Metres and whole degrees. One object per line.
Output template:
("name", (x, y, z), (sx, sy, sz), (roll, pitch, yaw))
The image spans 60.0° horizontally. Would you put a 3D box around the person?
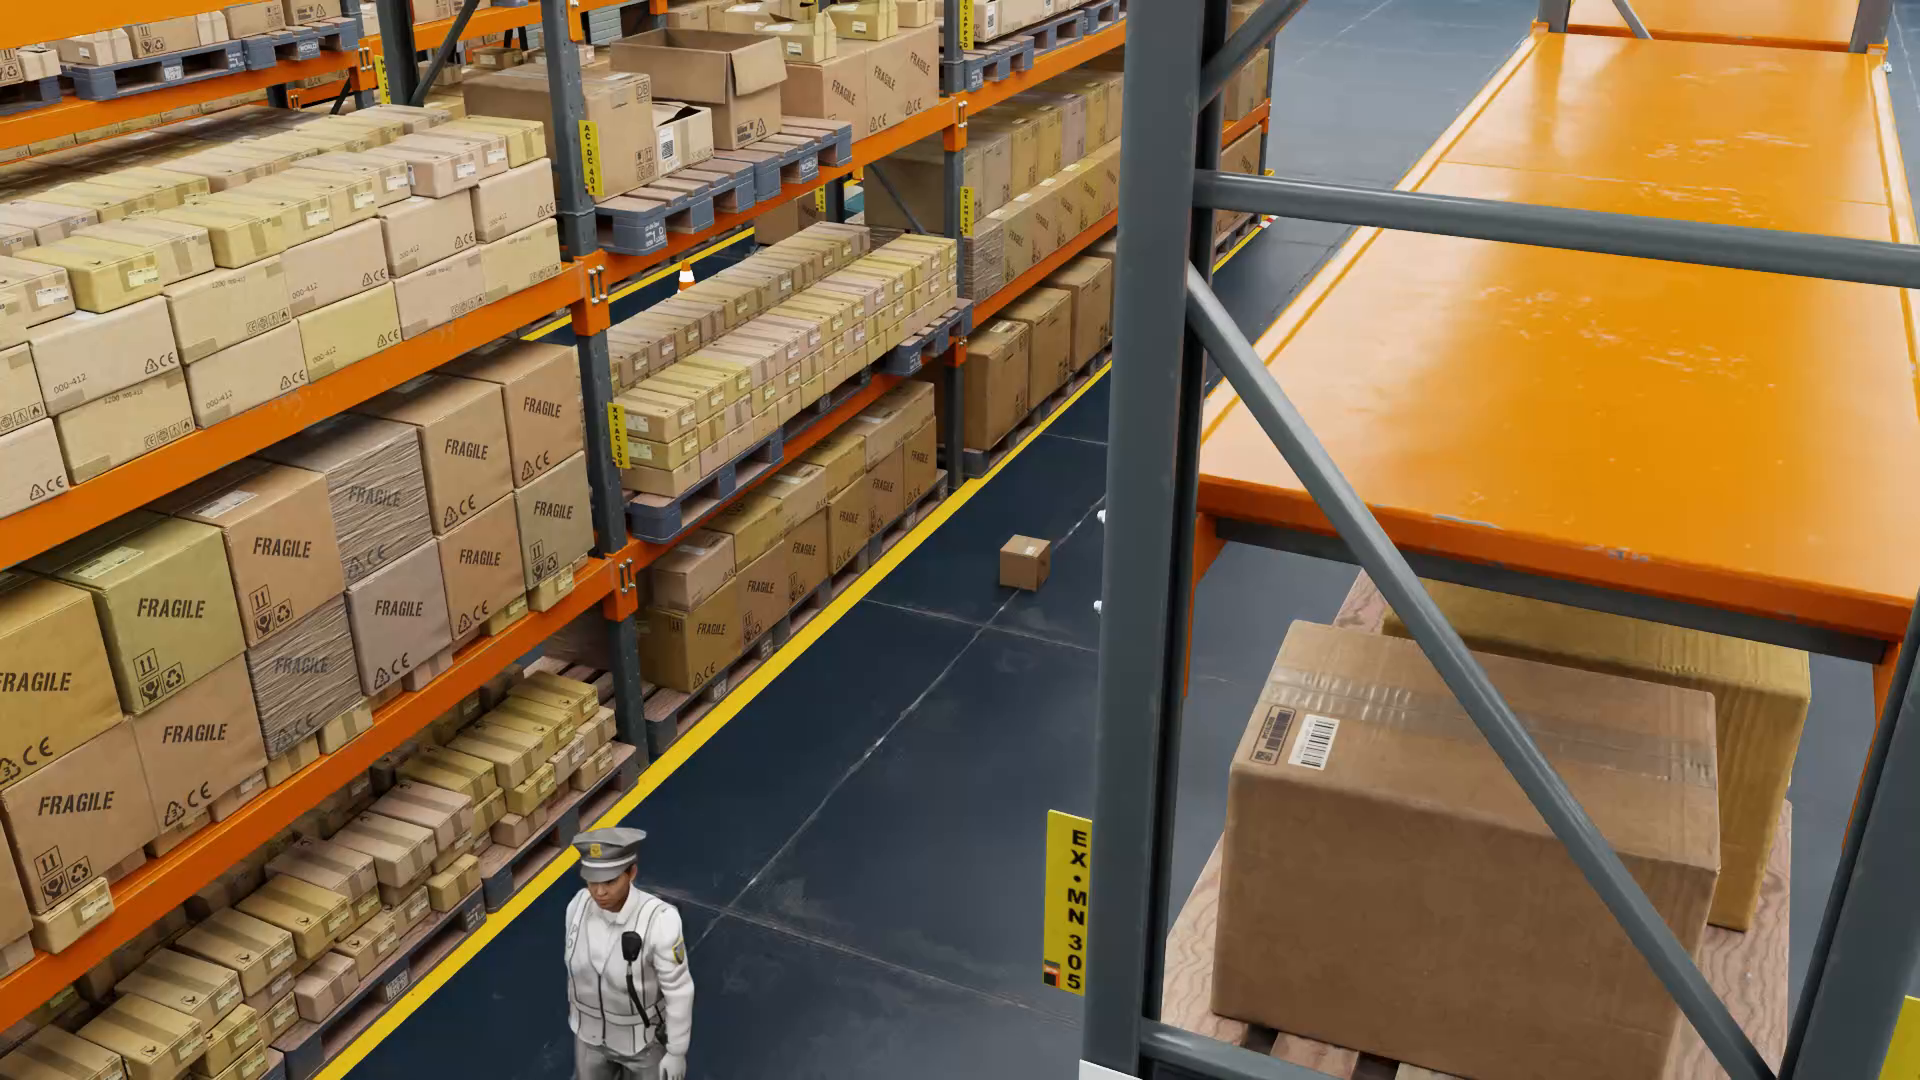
("person", (-1.149, 1.714, 5.869), (0.492, 1.670, 0.661), (8, 28, 17))
